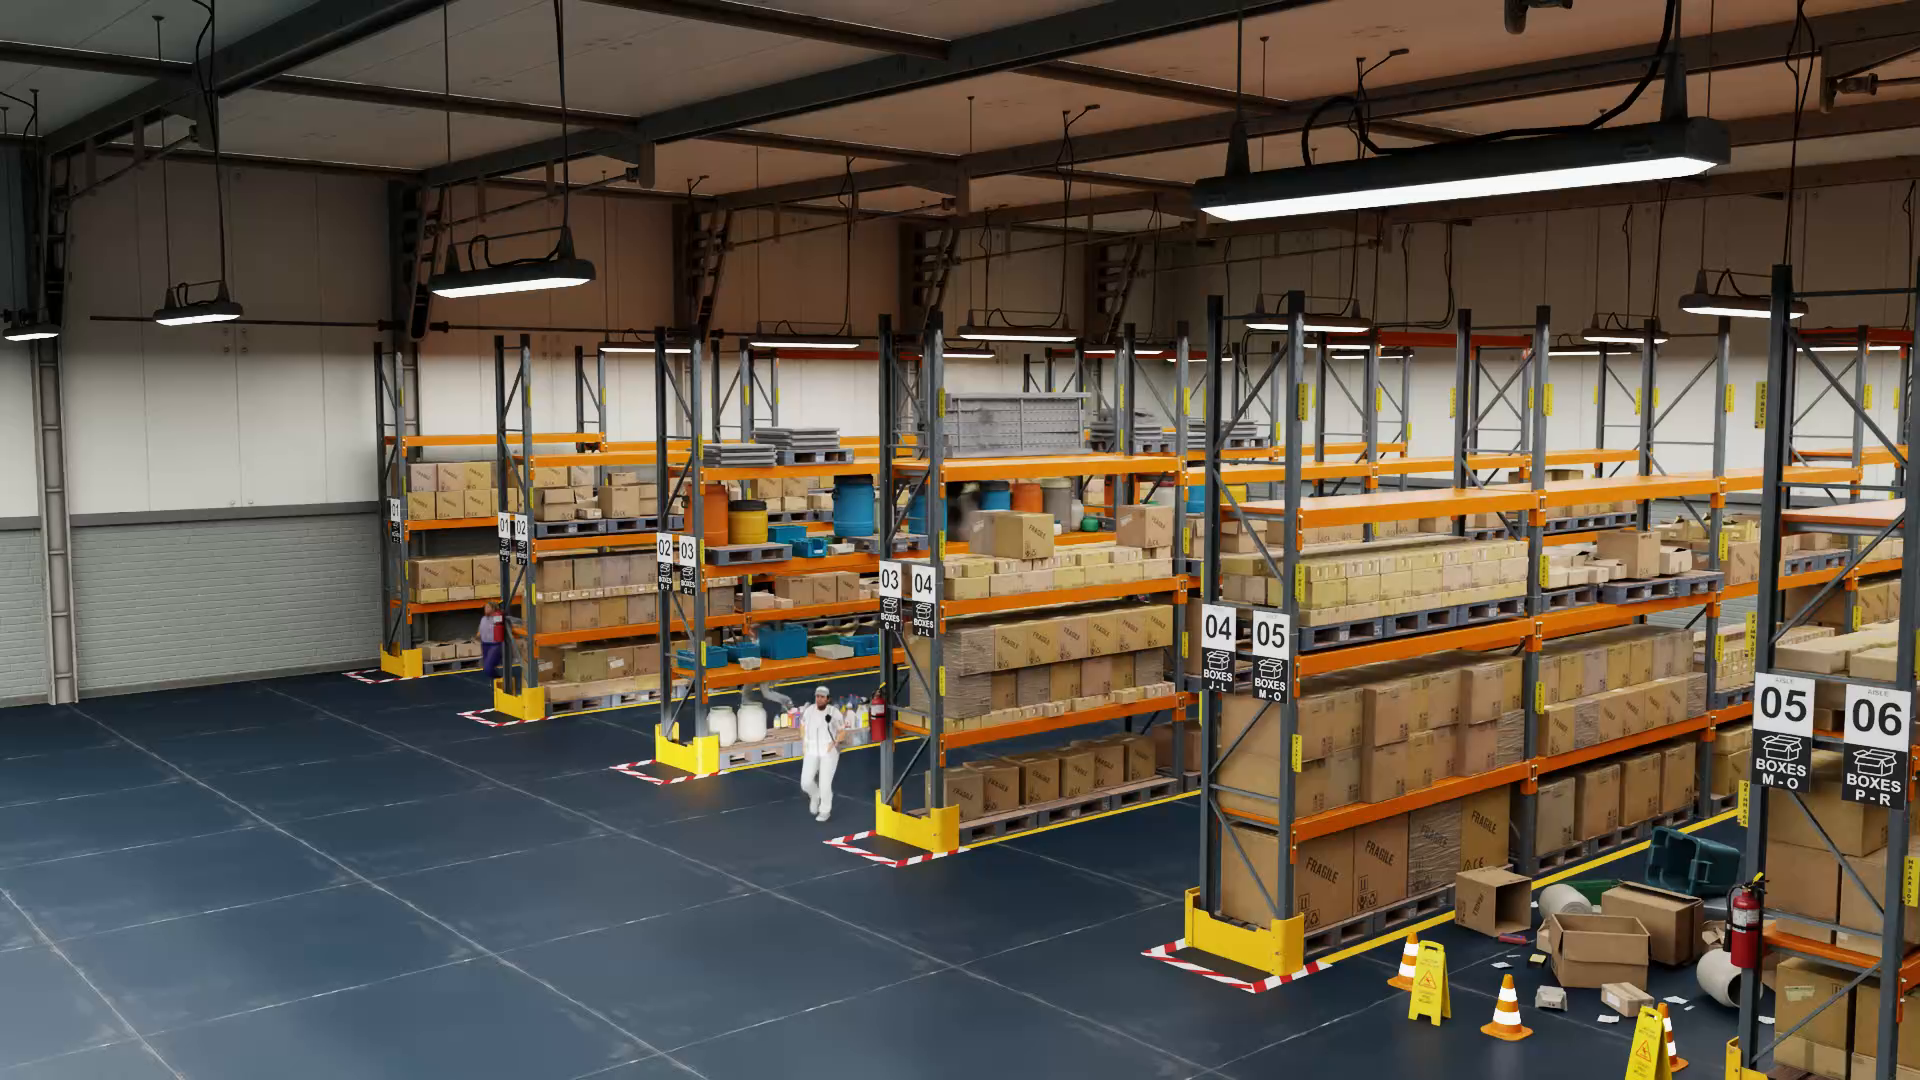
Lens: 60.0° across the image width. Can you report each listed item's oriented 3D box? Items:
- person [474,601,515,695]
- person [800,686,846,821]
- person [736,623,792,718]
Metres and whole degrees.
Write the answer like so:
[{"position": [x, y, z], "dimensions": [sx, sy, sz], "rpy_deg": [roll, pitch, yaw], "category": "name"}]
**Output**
[{"position": [-7.781, 1.852, 27.684], "dimensions": [0.621, 1.678, 0.679], "rpy_deg": [3, 6, 30], "category": "person"}, {"position": [-1.664, 2.549, 19.840], "dimensions": [0.581, 1.622, 0.536], "rpy_deg": [1, 5, 10], "category": "person"}, {"position": [-3.043, 2.062, 25.458], "dimensions": [1.033, 1.600, 0.506], "rpy_deg": [-4, 6, -36], "category": "person"}]
